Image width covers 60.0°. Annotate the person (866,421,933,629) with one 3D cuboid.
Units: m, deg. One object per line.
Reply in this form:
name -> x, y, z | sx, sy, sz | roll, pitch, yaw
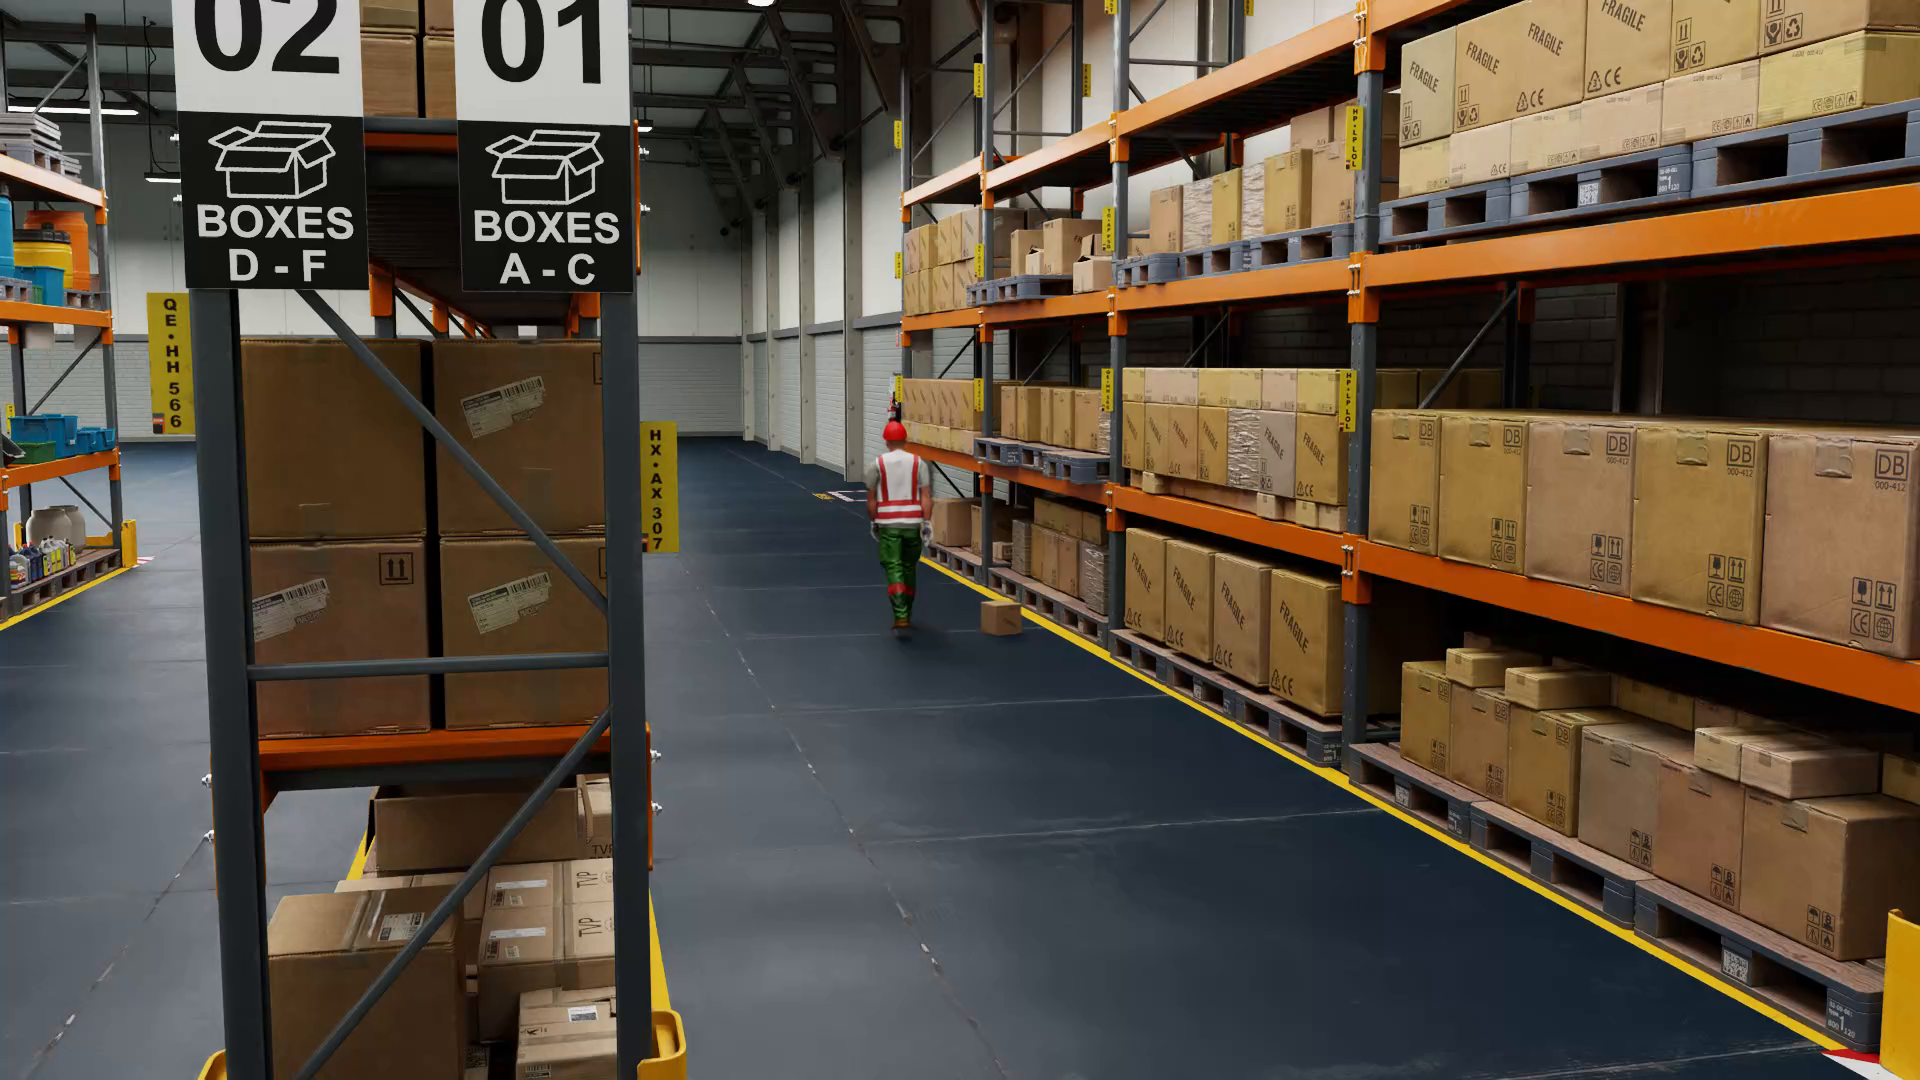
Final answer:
person -> -0.519, -0.127, 13.978 | 0.543, 1.749, 1.043 | -2, 6, -14
